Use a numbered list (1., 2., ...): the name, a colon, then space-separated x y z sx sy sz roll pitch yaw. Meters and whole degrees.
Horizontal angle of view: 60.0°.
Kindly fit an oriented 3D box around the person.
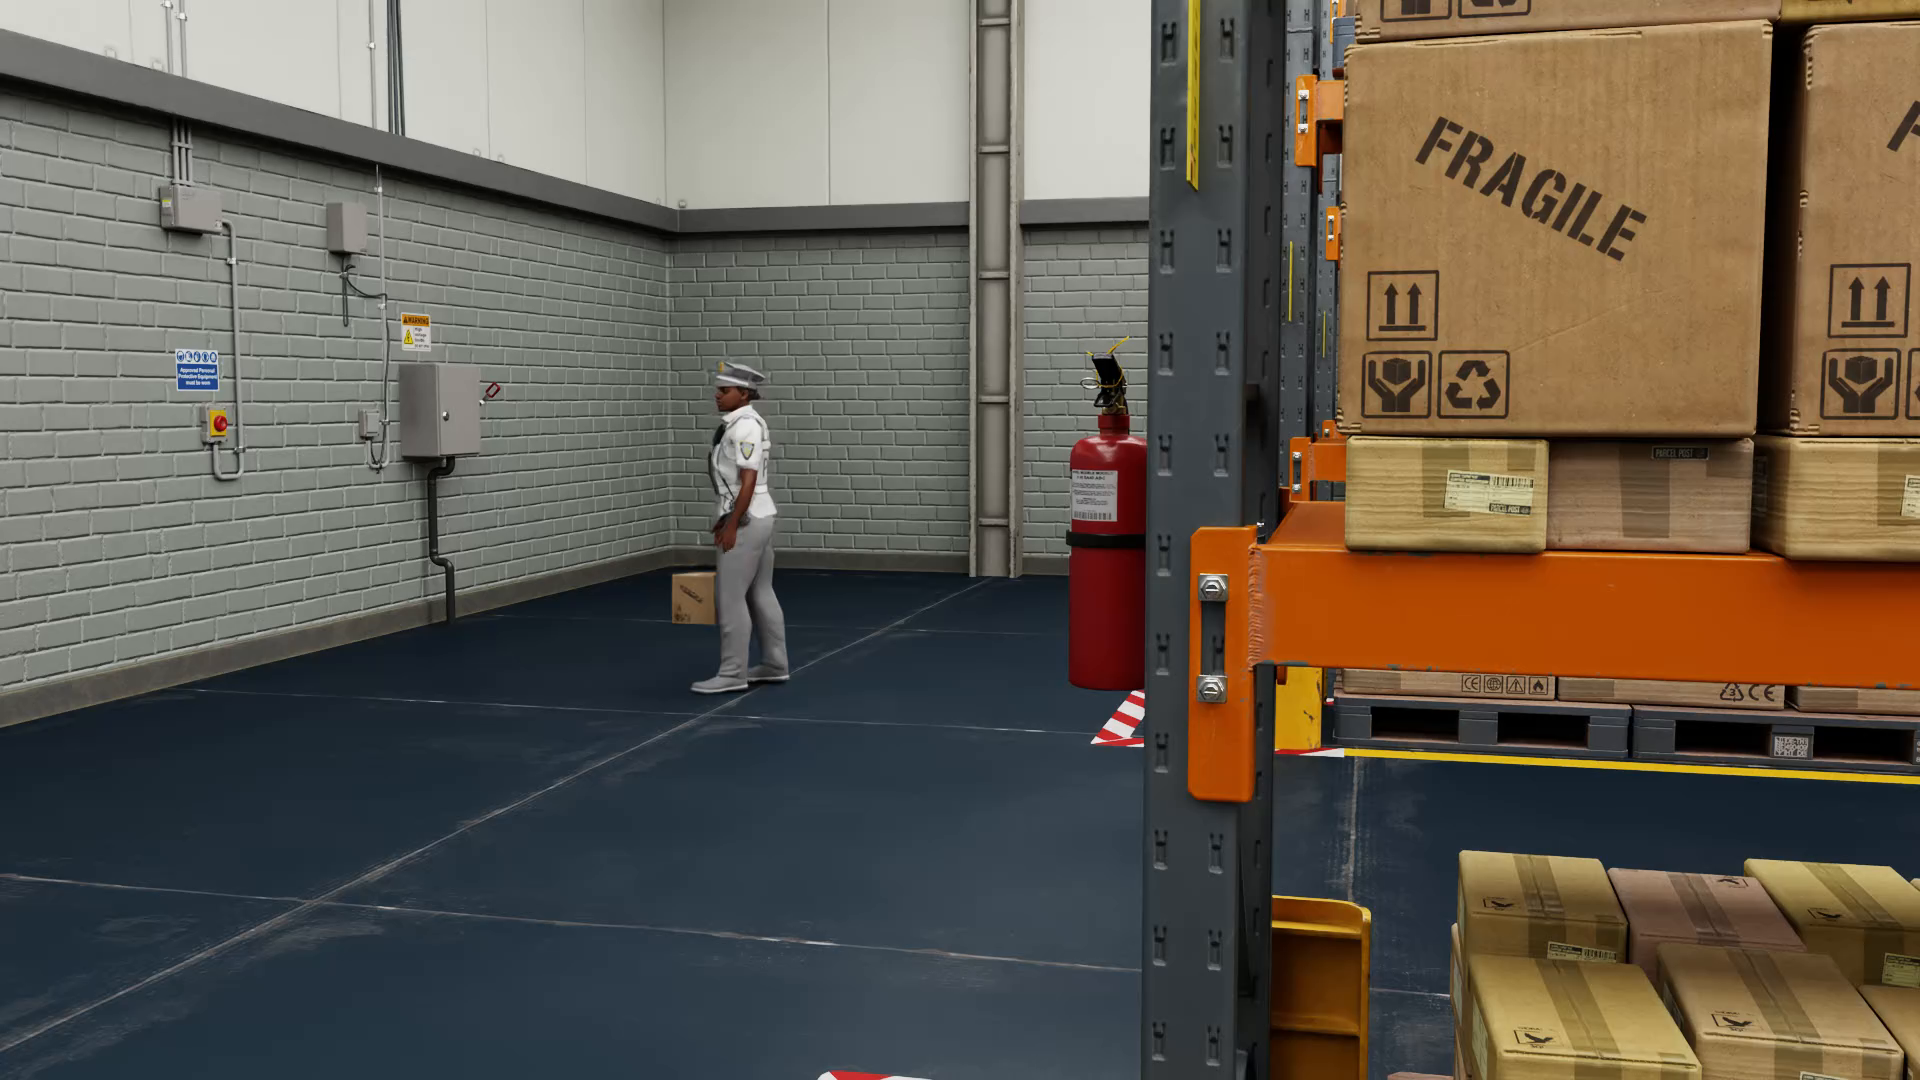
1. person: -1.130 -0.072 8.496 0.504 1.675 0.481 -1 5 -6
